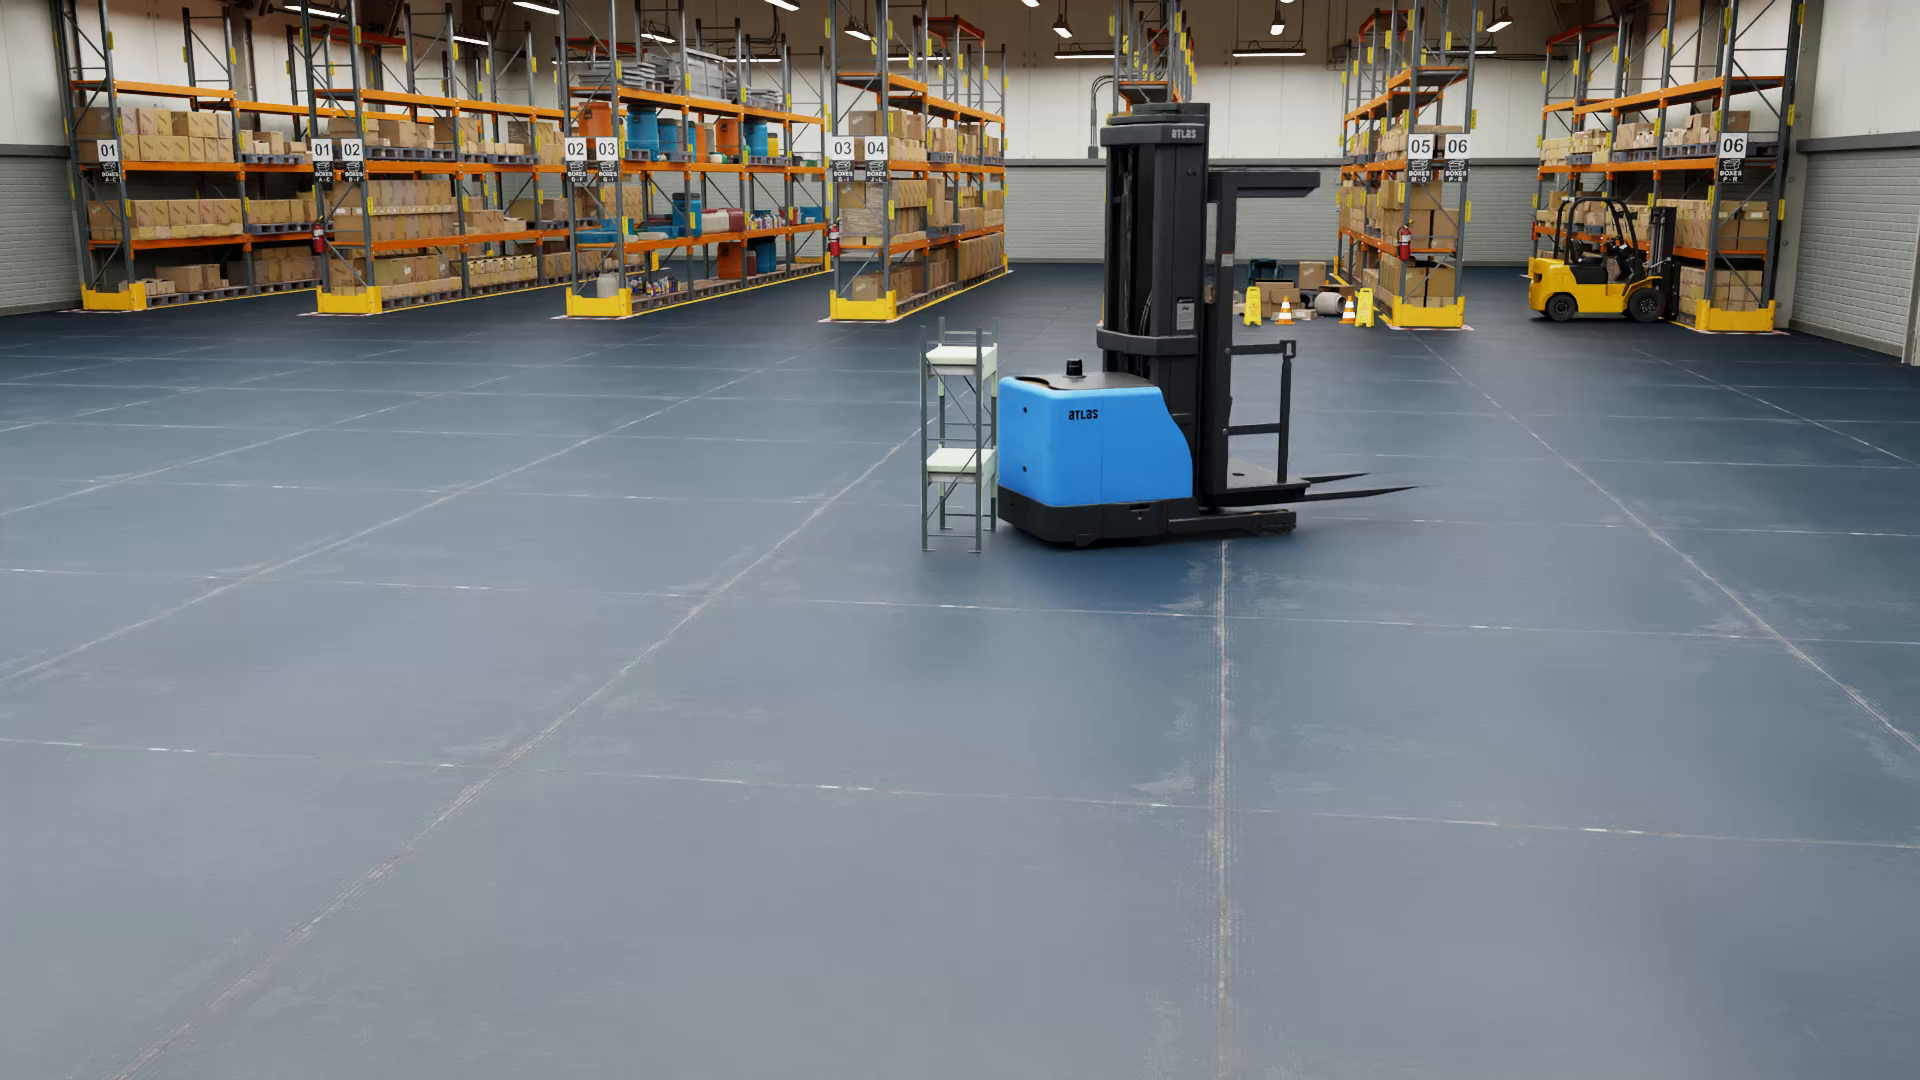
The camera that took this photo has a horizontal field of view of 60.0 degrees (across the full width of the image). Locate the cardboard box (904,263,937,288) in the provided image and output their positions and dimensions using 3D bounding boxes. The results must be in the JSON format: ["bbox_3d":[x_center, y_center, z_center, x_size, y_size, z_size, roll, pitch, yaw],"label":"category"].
[{"bbox_3d":[-0.855,-5.633,35.398,0.700,0.500,0.500,1,12,4],"label":"cardboard box"}]

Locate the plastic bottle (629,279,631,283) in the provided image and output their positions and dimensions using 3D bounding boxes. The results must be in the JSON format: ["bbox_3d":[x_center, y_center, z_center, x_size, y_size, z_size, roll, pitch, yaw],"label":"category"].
[{"bbox_3d":[-6.672,-5.118,33.525,0.061,0.283,0.133,2,12,11],"label":"plastic bottle"}]

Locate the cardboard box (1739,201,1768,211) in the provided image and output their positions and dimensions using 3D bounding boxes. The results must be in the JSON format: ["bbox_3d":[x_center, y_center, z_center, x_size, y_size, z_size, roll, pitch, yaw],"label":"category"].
[{"bbox_3d":[13.196,-5.558,27.679,0.380,0.149,0.250,2,12,8],"label":"cardboard box"}]

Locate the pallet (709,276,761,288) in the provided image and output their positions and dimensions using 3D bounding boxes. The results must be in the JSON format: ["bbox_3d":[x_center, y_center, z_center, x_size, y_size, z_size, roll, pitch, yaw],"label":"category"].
[{"bbox_3d":[-5.347,-6.093,39.263,1.003,0.211,1.213,2,12,9],"label":"pallet"}]

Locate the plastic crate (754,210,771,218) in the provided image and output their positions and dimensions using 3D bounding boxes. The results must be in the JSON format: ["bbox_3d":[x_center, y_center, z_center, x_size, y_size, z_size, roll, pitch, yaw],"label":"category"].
[{"bbox_3d":[-5.077,-8.253,42.563,0.392,0.384,0.575,2,12,9],"label":"plastic crate"}]

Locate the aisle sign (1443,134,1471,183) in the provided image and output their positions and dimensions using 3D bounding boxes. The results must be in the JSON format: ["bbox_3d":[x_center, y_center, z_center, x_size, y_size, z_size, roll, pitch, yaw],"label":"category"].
[{"bbox_3d":[8.325,-6.391,27.859,0.394,0.787,0.004,2,12,9],"label":"aisle sign"}]

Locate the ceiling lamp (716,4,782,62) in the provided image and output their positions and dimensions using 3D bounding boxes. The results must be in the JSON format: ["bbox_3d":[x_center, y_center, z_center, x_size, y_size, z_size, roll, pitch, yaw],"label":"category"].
[{"bbox_3d":[-6.207,-15.380,47.643,2.000,3.185,0.800,2,12,9],"label":"ceiling lamp"}]

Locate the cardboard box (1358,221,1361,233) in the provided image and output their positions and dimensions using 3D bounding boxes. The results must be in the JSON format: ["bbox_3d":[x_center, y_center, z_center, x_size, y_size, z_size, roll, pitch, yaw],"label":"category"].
[{"bbox_3d":[9.143,-6.956,37.006,0.500,0.250,0.500,2,12,10],"label":"cardboard box"}]

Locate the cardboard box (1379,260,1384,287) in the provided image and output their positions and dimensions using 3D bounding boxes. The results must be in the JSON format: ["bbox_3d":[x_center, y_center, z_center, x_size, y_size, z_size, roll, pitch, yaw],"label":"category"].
[{"bbox_3d":[8.286,-5.090,31.740,0.500,0.500,0.500,2,12,11],"label":"cardboard box"}]

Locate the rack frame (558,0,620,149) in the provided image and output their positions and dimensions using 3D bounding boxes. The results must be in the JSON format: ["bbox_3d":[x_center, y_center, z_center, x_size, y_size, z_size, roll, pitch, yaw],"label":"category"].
[{"bbox_3d":[-6.658,-8.558,29.842,1.000,3.000,0.127,2,12,9],"label":"rack frame"}]

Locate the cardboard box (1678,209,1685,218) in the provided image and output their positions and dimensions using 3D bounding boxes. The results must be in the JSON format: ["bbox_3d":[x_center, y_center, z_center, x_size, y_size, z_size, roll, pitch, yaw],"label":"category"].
[{"bbox_3d":[12.982,-5.803,29.523,0.380,0.149,0.250,2,12,7],"label":"cardboard box"}]

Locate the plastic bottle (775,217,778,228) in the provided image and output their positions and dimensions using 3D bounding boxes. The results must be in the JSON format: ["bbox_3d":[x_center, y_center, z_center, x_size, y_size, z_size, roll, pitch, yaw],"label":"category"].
[{"bbox_3d":[-4.610,-7.894,41.296,0.152,0.276,0.135,2,12,9],"label":"plastic bottle"}]

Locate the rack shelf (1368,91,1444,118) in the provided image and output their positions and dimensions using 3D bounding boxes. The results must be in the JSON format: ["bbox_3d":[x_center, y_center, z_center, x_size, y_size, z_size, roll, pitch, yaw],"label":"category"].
[{"bbox_3d":[8.951,-8.778,33.521,1.077,0.370,4.000,2,12,9],"label":"rack shelf"}]

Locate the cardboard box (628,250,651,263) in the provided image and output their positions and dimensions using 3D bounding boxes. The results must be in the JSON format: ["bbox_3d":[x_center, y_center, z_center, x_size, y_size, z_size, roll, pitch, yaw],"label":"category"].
[{"bbox_3d":[-8.931,-7.989,46.332,0.500,0.500,0.500,2,12,9],"label":"cardboard box"}]

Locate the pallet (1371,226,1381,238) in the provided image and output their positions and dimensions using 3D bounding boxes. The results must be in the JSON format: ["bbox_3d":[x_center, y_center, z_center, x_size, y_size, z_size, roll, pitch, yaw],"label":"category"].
[{"bbox_3d":[8.995,-6.302,34.069,1.003,0.211,1.213,2,12,9],"label":"pallet"}]

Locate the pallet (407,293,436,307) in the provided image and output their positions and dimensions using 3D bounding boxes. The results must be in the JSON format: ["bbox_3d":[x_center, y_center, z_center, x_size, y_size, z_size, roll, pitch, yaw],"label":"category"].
[{"bbox_3d":[-11.285,-4.837,33.436,1.003,0.211,1.213,2,12,9],"label":"pallet"}]

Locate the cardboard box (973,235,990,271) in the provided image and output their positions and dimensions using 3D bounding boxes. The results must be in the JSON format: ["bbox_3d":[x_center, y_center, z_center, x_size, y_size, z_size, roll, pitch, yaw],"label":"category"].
[{"bbox_3d":[0.262,-7.264,42.126,0.875,0.875,0.875,2,12,9],"label":"cardboard box"}]

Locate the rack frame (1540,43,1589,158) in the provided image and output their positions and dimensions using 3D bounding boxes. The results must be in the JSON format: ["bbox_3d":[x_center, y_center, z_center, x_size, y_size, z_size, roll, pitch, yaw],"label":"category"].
[{"bbox_3d":[15.394,-11.247,42.320,1.000,3.000,0.127,2,12,9],"label":"rack frame"}]

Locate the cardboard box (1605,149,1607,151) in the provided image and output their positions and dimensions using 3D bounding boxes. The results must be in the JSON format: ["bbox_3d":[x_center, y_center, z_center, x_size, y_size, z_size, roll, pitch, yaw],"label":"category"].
[{"bbox_3d":[14.105,-8.425,35.758,0.380,0.149,0.250,2,12,10],"label":"cardboard box"}]

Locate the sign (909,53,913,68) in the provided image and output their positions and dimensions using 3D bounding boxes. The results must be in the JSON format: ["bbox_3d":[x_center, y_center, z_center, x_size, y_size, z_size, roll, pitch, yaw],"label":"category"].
[{"bbox_3d":[-1.082,-10.614,36.790,0.100,0.325,0.005,2,12,9],"label":"sign"}]

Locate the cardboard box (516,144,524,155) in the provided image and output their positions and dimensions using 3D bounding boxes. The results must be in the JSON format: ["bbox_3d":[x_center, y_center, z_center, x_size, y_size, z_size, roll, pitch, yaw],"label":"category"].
[{"bbox_3d":[-10.335,-8.954,38.159,0.500,0.250,0.500,1,12,4],"label":"cardboard box"}]

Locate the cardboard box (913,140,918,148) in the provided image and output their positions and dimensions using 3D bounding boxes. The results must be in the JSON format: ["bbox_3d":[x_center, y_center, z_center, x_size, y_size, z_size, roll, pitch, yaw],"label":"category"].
[{"bbox_3d":[-1.014,-7.642,32.123,0.380,0.149,0.250,1,12,7],"label":"cardboard box"}]

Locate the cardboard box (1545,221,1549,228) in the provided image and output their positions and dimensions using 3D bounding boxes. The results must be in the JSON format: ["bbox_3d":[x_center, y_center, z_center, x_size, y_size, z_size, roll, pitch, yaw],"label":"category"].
[{"bbox_3d":[14.825,-7.865,41.465,0.380,0.149,0.250,2,12,7],"label":"cardboard box"}]

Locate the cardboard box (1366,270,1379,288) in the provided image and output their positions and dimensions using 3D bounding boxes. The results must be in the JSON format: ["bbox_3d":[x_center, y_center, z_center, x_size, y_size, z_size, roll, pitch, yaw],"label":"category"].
[{"bbox_3d":[9.057,-5.458,34.941,0.950,0.372,0.625,2,12,8],"label":"cardboard box"}]

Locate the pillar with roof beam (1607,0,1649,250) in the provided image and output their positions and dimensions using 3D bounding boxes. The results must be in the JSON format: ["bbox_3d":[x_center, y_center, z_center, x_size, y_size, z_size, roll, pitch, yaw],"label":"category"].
[{"bbox_3d":[11.523,-10.669,39.640,9.100,9.000,0.548,2,12,9],"label":"pillar with roof beam"}]

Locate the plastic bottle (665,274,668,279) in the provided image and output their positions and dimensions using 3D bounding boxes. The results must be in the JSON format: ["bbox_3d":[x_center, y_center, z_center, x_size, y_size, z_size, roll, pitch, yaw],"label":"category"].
[{"bbox_3d":[-5.999,-5.239,33.927,0.144,0.351,0.185,2,12,9],"label":"plastic bottle"}]

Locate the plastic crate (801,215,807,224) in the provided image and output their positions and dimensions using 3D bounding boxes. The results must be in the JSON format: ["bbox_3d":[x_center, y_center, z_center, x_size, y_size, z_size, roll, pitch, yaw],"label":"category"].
[{"bbox_3d":[-4.259,-8.467,43.918,0.416,0.233,0.300,2,12,9],"label":"plastic crate"}]

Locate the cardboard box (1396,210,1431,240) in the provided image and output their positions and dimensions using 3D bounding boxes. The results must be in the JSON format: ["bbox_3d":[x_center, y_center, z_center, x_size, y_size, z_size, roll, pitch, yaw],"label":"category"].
[{"bbox_3d":[7.840,-5.460,28.763,0.500,0.500,0.500,2,12,8],"label":"cardboard box"}]

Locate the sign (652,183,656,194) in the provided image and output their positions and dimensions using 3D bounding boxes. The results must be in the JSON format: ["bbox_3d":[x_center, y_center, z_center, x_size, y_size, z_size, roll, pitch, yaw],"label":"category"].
[{"bbox_3d":[-8.546,-9.815,46.419,0.100,0.325,0.005,2,12,9],"label":"sign"}]

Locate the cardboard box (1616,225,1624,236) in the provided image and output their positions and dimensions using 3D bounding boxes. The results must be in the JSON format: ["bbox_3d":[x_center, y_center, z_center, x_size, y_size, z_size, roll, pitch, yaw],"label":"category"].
[{"bbox_3d":[13.700,-6.279,33.864,0.500,0.250,0.500,1,12,7],"label":"cardboard box"}]

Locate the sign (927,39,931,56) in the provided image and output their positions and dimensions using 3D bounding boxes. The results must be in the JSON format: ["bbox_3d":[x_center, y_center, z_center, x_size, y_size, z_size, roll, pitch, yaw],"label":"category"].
[{"bbox_3d":[-0.615,-9.704,32.755,0.100,0.325,0.005,2,12,9],"label":"sign"}]

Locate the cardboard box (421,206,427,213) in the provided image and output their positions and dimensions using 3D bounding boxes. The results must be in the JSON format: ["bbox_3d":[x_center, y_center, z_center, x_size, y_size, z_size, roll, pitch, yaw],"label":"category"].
[{"bbox_3d":[-10.963,-6.657,33.486,0.380,0.149,0.250,2,12,10],"label":"cardboard box"}]

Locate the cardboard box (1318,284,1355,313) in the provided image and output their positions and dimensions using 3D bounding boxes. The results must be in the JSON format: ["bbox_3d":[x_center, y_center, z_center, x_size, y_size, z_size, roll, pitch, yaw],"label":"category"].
[{"bbox_3d":[7.134,-4.576,31.536,0.500,0.500,0.500,-10,16,-40],"label":"cardboard box"}]

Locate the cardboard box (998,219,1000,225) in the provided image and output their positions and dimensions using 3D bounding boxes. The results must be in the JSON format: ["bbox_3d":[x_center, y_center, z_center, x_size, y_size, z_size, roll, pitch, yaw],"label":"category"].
[{"bbox_3d":[0.850,-8.429,44.081,0.380,0.149,0.250,2,12,10],"label":"cardboard box"}]

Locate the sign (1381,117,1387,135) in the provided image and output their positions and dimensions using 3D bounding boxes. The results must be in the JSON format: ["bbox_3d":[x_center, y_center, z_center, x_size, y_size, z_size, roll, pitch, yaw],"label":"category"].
[{"bbox_3d":[8.095,-7.905,31.771,0.100,0.325,0.005,2,12,9],"label":"sign"}]

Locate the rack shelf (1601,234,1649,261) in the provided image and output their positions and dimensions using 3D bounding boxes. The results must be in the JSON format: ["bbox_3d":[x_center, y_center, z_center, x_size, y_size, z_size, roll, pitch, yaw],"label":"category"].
[{"bbox_3d":[13.856,-5.881,33.368,1.077,0.370,4.000,2,12,9],"label":"rack shelf"}]

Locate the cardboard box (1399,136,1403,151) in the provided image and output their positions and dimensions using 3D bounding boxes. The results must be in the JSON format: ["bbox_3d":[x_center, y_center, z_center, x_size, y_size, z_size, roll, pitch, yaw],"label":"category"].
[{"bbox_3d":[7.933,-6.901,28.926,0.500,0.250,0.500,2,12,8],"label":"cardboard box"}]

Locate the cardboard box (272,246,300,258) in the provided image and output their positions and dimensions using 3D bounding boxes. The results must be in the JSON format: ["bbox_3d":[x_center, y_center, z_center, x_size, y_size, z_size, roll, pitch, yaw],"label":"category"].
[{"bbox_3d":[-15.499,-6.596,38.087,0.500,0.250,0.500,2,12,8],"label":"cardboard box"}]

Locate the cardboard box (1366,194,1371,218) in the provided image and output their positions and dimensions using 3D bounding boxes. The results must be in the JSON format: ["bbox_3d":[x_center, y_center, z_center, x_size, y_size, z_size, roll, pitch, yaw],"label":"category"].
[{"bbox_3d":[8.961,-7.122,35.481,0.500,0.500,0.500,2,12,7],"label":"cardboard box"}]

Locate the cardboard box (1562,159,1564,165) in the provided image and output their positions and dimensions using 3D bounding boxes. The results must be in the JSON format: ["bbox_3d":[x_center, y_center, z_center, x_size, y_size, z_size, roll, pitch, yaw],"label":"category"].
[{"bbox_3d":[14.675,-9.067,39.921,0.380,0.149,0.250,2,12,8],"label":"cardboard box"}]

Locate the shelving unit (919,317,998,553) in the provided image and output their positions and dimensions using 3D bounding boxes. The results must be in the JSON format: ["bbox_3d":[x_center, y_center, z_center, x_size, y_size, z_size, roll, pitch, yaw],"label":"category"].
[{"bbox_3d":[-0.001,-0.732,11.329,0.431,1.500,0.755,2,12,9],"label":"shelving unit"}]

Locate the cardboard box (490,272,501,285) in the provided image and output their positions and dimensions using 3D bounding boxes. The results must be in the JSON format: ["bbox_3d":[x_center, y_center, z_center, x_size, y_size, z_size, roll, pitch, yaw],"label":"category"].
[{"bbox_3d":[-10.473,-5.770,36.678,0.500,0.250,0.500,1,12,7],"label":"cardboard box"}]

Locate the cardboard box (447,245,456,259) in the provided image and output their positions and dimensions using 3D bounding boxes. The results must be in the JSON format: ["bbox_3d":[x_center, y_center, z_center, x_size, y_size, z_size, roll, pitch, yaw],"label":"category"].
[{"bbox_3d":[-14.223,-7.791,45.461,0.700,0.500,0.500,2,12,10],"label":"cardboard box"}]

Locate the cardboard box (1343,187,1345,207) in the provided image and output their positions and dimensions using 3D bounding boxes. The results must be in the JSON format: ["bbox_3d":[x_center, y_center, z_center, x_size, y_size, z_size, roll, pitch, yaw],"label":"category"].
[{"bbox_3d":[9.990,-8.706,42.159,0.500,0.500,0.500,2,12,8],"label":"cardboard box"}]

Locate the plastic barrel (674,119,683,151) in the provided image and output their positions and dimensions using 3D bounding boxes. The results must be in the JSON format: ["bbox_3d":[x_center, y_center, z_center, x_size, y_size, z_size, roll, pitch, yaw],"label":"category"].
[{"bbox_3d":[-6.078,-8.418,35.124,0.600,0.901,0.600,0,12,0],"label":"plastic barrel"}]

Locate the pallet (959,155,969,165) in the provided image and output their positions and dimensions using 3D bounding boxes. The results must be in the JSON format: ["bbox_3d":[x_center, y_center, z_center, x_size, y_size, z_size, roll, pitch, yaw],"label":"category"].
[{"bbox_3d":[-0.487,-8.640,37.791,1.213,0.211,1.003,2,12,11],"label":"pallet"}]

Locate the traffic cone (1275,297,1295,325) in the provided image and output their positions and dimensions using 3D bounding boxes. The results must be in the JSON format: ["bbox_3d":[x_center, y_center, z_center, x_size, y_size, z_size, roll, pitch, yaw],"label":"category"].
[{"bbox_3d":[5.671,-4.000,28.954,0.336,0.463,0.334,2,12,9],"label":"traffic cone"}]

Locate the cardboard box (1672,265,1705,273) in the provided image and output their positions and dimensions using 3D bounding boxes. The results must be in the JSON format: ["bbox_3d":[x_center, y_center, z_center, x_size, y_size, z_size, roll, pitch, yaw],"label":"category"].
[{"bbox_3d":[12.922,-4.756,29.600,0.500,0.250,0.500,2,12,8],"label":"cardboard box"}]

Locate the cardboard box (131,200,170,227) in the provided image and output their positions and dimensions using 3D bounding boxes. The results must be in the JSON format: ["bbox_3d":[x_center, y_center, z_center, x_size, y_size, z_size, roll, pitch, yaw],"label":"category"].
[{"bbox_3d":[-15.991,-6.441,32.790,0.500,0.500,0.500,2,12,9],"label":"cardboard box"}]

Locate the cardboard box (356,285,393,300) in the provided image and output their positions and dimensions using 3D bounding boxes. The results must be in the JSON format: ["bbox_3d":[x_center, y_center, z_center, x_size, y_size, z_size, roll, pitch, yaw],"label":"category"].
[{"bbox_3d":[-11.249,-4.752,31.952,0.500,0.250,0.500,2,12,9],"label":"cardboard box"}]

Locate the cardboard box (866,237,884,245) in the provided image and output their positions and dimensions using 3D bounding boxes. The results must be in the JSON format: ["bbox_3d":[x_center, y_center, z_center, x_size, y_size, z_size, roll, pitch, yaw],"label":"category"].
[{"bbox_3d":[-1.484,-5.393,29.995,0.380,0.149,0.250,2,12,9],"label":"cardboard box"}]

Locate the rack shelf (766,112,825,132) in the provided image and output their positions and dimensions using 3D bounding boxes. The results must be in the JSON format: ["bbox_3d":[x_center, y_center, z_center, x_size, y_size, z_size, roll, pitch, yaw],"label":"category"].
[{"bbox_3d":[-4.505,-10.925,43.483,1.077,0.370,4.000,2,12,9],"label":"rack shelf"}]

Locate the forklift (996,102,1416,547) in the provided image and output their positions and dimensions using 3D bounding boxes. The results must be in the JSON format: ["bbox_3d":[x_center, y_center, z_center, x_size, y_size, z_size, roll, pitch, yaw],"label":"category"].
[{"bbox_3d":[1.829,-1.558,11.766,3.031,2.935,1.130,-5,13,-21],"label":"forklift"}]

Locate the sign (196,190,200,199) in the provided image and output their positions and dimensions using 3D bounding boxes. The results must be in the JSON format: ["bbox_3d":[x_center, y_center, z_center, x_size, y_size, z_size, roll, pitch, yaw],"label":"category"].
[{"bbox_3d":[-16.381,-7.362,35.785,0.100,0.325,0.005,2,12,9],"label":"sign"}]

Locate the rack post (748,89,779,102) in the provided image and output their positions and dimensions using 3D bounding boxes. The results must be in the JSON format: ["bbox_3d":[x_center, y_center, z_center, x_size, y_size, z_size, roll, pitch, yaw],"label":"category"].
[{"bbox_3d":[-4.973,-10.844,40.632,0.937,0.300,0.954,2,12,8],"label":"rack post"}]

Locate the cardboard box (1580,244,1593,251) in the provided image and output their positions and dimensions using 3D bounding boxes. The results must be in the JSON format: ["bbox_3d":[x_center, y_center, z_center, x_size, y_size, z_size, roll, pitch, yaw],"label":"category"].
[{"bbox_3d":[14.469,-6.805,38.643,0.380,0.149,0.250,1,12,6],"label":"cardboard box"}]

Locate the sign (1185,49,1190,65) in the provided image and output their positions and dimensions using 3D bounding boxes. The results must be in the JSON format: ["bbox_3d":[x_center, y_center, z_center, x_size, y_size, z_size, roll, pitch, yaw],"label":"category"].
[{"bbox_3d":[4.901,-10.398,35.786,0.100,0.325,0.005,2,12,9],"label":"sign"}]
